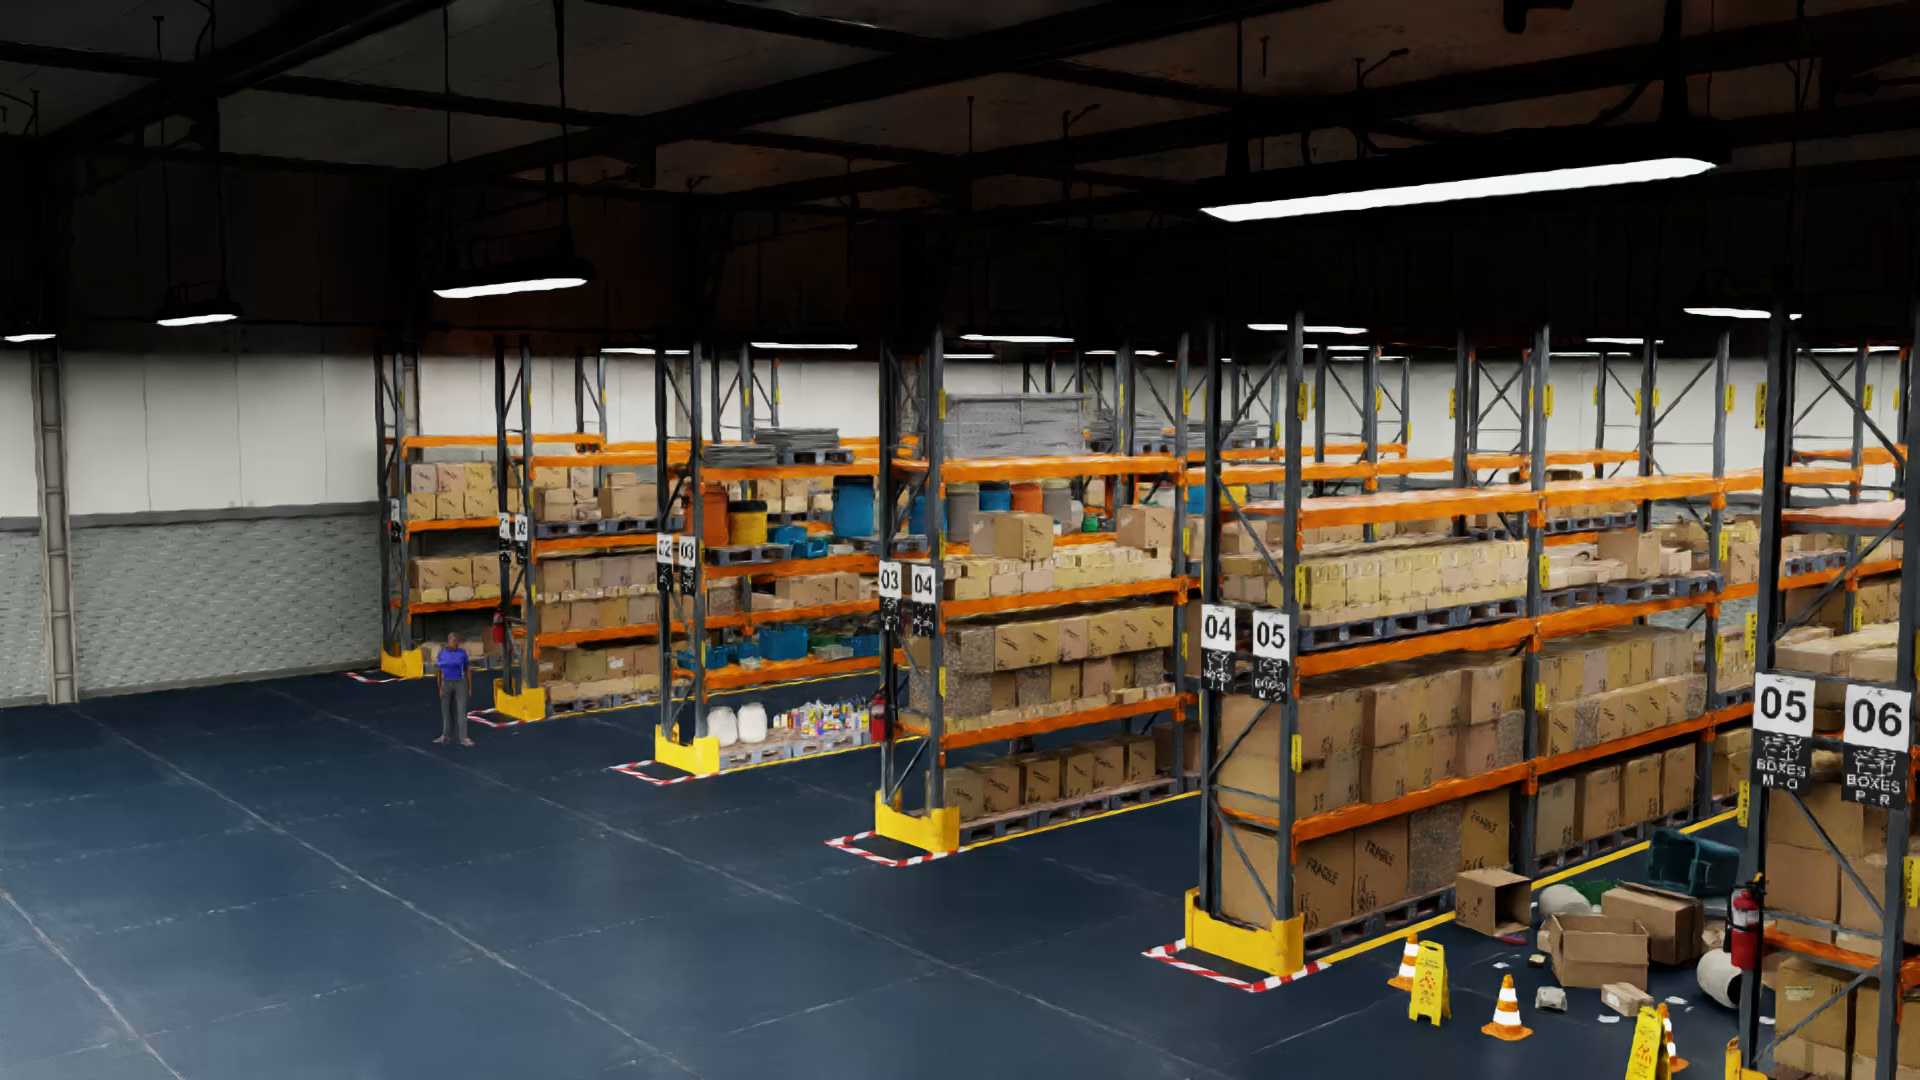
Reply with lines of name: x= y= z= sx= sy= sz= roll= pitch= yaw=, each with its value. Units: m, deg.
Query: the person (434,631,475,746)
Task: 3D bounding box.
person: x=-7.361 y=2.143 z=24.142 sx=0.586 sy=1.660 sz=0.481 roll=-1 pitch=5 yaw=-14

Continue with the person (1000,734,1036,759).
person: x=0.756 y=2.230 z=23.046 sx=0.538 sy=1.664 sz=1.026 roll=5 pitch=7 yaw=41
